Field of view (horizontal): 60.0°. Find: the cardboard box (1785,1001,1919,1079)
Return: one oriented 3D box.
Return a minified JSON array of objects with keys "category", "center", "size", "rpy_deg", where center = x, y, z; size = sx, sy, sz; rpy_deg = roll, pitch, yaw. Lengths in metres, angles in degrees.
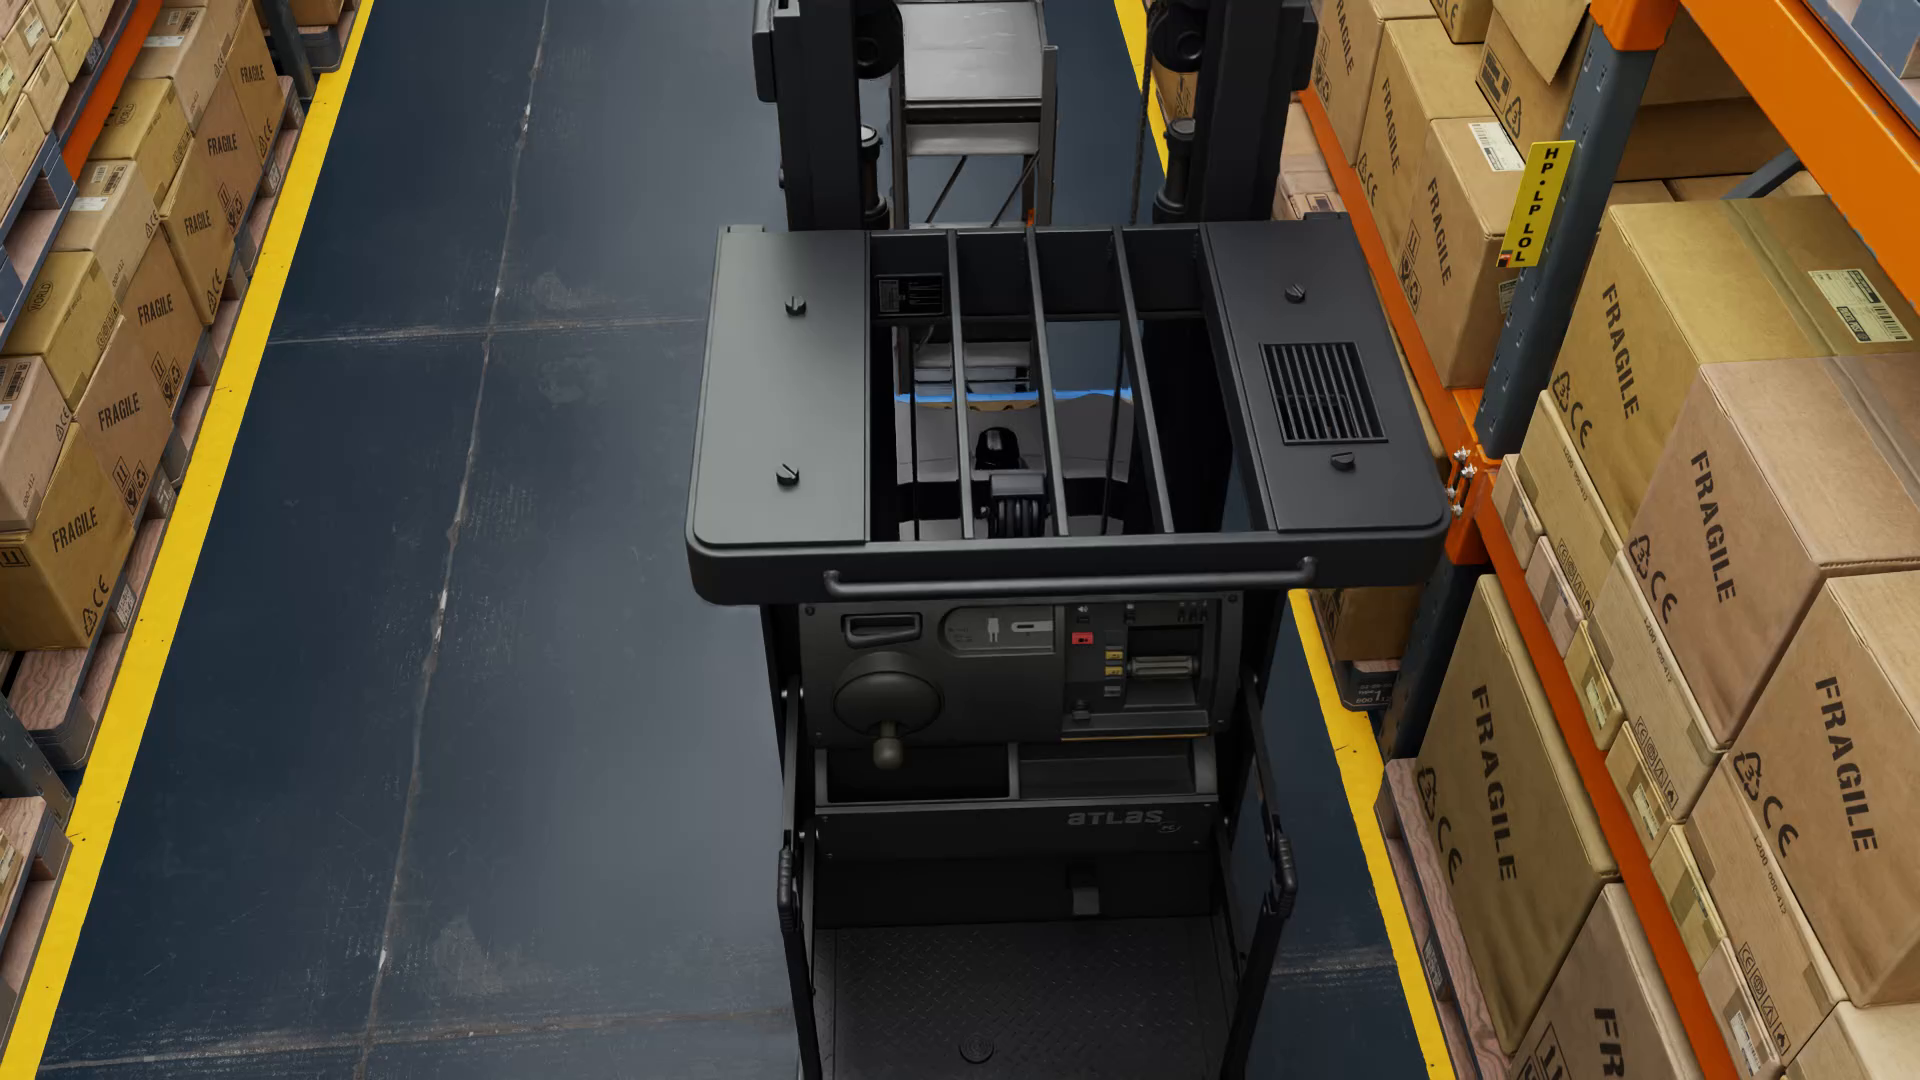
[{"category":"cardboard box","center":[1.695,0.999,2.636],"size":[0.500,0.250,0.500],"rpy_deg":[-3,47,-3]}]

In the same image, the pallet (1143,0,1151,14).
[{"category":"pallet","center":[1.399,-2.899,8.350],"size":[1.003,0.211,1.213],"rpy_deg":[-3,47,-3]}]

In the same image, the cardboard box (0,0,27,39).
[{"category":"cardboard box","center":[-2.816,-1.498,4.577],"size":[0.380,0.149,0.250],"rpy_deg":[-4,47,-4]}]

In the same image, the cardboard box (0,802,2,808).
[{"category":"cardboard box","center":[-2.810,0.772,4.422],"size":[0.380,0.149,0.250],"rpy_deg":[-3,47,-2]}]

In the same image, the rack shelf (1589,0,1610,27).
[{"category":"rack shelf","center":[1.631,-2.629,4.604],"size":[1.077,0.370,4.000],"rpy_deg":[-3,47,-3]}]

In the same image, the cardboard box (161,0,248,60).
[{"category":"cardboard box","center":[-3.169,-2.128,6.615],"size":[0.500,0.250,0.500],"rpy_deg":[-4,47,-4]}]

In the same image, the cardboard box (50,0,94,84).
[{"category":"cardboard box","center":[-2.842,-1.485,4.974],"size":[0.380,0.149,0.250],"rpy_deg":[-4,47,-4]}]

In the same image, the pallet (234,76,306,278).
[{"category":"pallet","center":[-3.424,-1.539,7.063],"size":[1.003,0.211,1.213],"rpy_deg":[-3,47,-3]}]

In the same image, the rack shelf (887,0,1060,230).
[{"category":"rack shelf","center":[0.025,-1.099,4.399],"size":[0.431,0.518,0.480],"rpy_deg":[-1,47,-1]}]

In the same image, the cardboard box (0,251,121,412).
[{"category":"cardboard box","center":[-2.999,-0.648,5.214],"size":[0.500,0.250,0.500],"rpy_deg":[-2,47,-2]}]

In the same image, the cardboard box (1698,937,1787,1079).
[{"category":"cardboard box","center":[1.600,0.860,3.042],"size":[0.380,0.149,0.250],"rpy_deg":[-3,47,-3]}]

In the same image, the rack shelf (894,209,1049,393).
[{"category":"rack shelf","center":[0.024,-0.617,4.907],"size":[0.431,0.518,0.480],"rpy_deg":[-1,47,-1]}]

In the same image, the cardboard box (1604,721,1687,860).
[{"category":"cardboard box","center":[1.560,0.493,3.390],"size":[0.380,0.149,0.250],"rpy_deg":[-5,47,-4]}]

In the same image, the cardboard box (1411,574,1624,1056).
[{"category":"cardboard box","center":[1.774,0.671,4.223],"size":[0.875,0.875,0.875],"rpy_deg":[-3,47,-3]}]

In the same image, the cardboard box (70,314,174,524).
[{"category":"cardboard box","center":[-2.997,-0.388,5.484],"size":[0.500,0.500,0.500],"rpy_deg":[-2,47,-1]}]

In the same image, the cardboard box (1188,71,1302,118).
[{"category":"cardboard box","center":[1.567,-1.560,6.336],"size":[1.225,0.875,0.875],"rpy_deg":[-3,47,-3]}]

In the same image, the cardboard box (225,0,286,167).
[{"category":"cardboard box","center":[-3.172,-1.888,6.905],"size":[0.500,0.500,0.500],"rpy_deg":[-4,47,-3]}]

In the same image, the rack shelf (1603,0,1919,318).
[{"category":"rack shelf","center":[1.965,0.265,1.863],"size":[1.077,0.370,4.000],"rpy_deg":[-3,47,-3]}]

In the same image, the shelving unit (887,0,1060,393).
[{"category":"shelving unit","center":[0.024,-0.627,4.897],"size":[0.431,2.100,0.503],"rpy_deg":[-1,47,-1]}]

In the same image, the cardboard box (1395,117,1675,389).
[{"category":"cardboard box","center":[1.487,-0.754,4.329],"size":[0.500,0.500,0.500],"rpy_deg":[-3,47,-3]}]

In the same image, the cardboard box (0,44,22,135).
[{"category":"cardboard box","center":[-2.796,-1.205,4.504],"size":[0.380,0.149,0.250],"rpy_deg":[-5,47,-5]}]

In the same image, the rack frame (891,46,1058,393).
[{"category":"rack frame","center":[0.033,-0.450,4.729],"size":[0.400,2.100,0.015],"rpy_deg":[-1,47,-1]}]

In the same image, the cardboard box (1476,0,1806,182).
[{"category":"cardboard box","center":[1.736,-1.239,4.098],"size":[0.797,0.503,0.637],"rpy_deg":[-5,47,-4]}]

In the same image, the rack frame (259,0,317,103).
[{"category":"rack frame","center":[-3.488,-3.064,6.586],"size":[1.000,3.000,0.127],"rpy_deg":[-3,47,-3]}]

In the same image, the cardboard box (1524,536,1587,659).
[{"category":"cardboard box","center":[1.513,0.113,3.750],"size":[0.380,0.149,0.250],"rpy_deg":[-5,47,-5]}]

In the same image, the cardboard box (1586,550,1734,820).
[{"category":"cardboard box","center":[1.613,0.267,3.329],"size":[0.500,0.250,0.500],"rpy_deg":[-4,47,-3]}]

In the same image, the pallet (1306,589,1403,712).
[{"category":"pallet","center":[1.658,0.007,5.598],"size":[1.003,0.211,1.213],"rpy_deg":[-3,47,-3]}]

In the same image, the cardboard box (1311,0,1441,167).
[{"category":"cardboard box","center":[1.402,-1.490,5.027],"size":[0.500,0.500,0.500],"rpy_deg":[-4,47,-4]}]

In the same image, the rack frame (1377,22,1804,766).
[{"category":"rack frame","center":[1.798,-0.398,4.061],"size":[1.000,3.000,0.127],"rpy_deg":[-3,47,-3]}]

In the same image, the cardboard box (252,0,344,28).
[{"category":"cardboard box","center":[-3.449,-2.881,7.672],"size":[1.050,0.750,0.750],"rpy_deg":[-4,47,-4]}]

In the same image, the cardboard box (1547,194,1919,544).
[{"category":"cardboard box","center":[1.583,-0.345,3.392],"size":[0.500,0.500,0.500],"rpy_deg":[-3,47,-3]}]

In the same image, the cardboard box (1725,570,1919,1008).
[{"category":"cardboard box","center":[1.665,0.388,2.698],"size":[0.500,0.500,0.500],"rpy_deg":[-5,47,-5]}]

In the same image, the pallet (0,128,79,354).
[{"category":"pallet","center":[-3.072,-0.666,4.447],"size":[1.003,0.211,1.213],"rpy_deg":[-3,47,-3]}]

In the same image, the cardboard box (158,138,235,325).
[{"category":"cardboard box","center":[-3.072,-1.131,6.187],"size":[0.500,0.500,0.500],"rpy_deg":[-5,47,-5]}]

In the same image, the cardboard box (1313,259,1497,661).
[{"category":"cardboard box","center":[1.725,-0.274,5.117],"size":[1.225,0.875,0.875],"rpy_deg":[-3,47,-3]}]

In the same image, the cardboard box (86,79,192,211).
[{"category":"cardboard box","center":[-3.089,-1.394,5.920],"size":[0.500,0.250,0.500],"rpy_deg":[-2,47,-2]}]

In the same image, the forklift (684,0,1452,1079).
[{"category":"forklift","center":[0.140,0.378,3.373],"size":[1.130,2.935,3.031],"rpy_deg":[-2,47,-2]}]

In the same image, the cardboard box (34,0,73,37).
[{"category":"cardboard box","center":[-2.842,-1.592,4.871],"size":[0.380,0.149,0.250],"rpy_deg":[-4,47,-4]}]

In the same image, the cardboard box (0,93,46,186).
[{"category":"cardboard box","center":[-2.794,-1.104,4.613],"size":[0.380,0.149,0.250],"rpy_deg":[-3,47,-3]}]

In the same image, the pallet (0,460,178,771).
[{"category":"pallet","center":[-3.220,0.226,5.391],"size":[1.003,0.211,1.213],"rpy_deg":[-3,47,-3]}]
